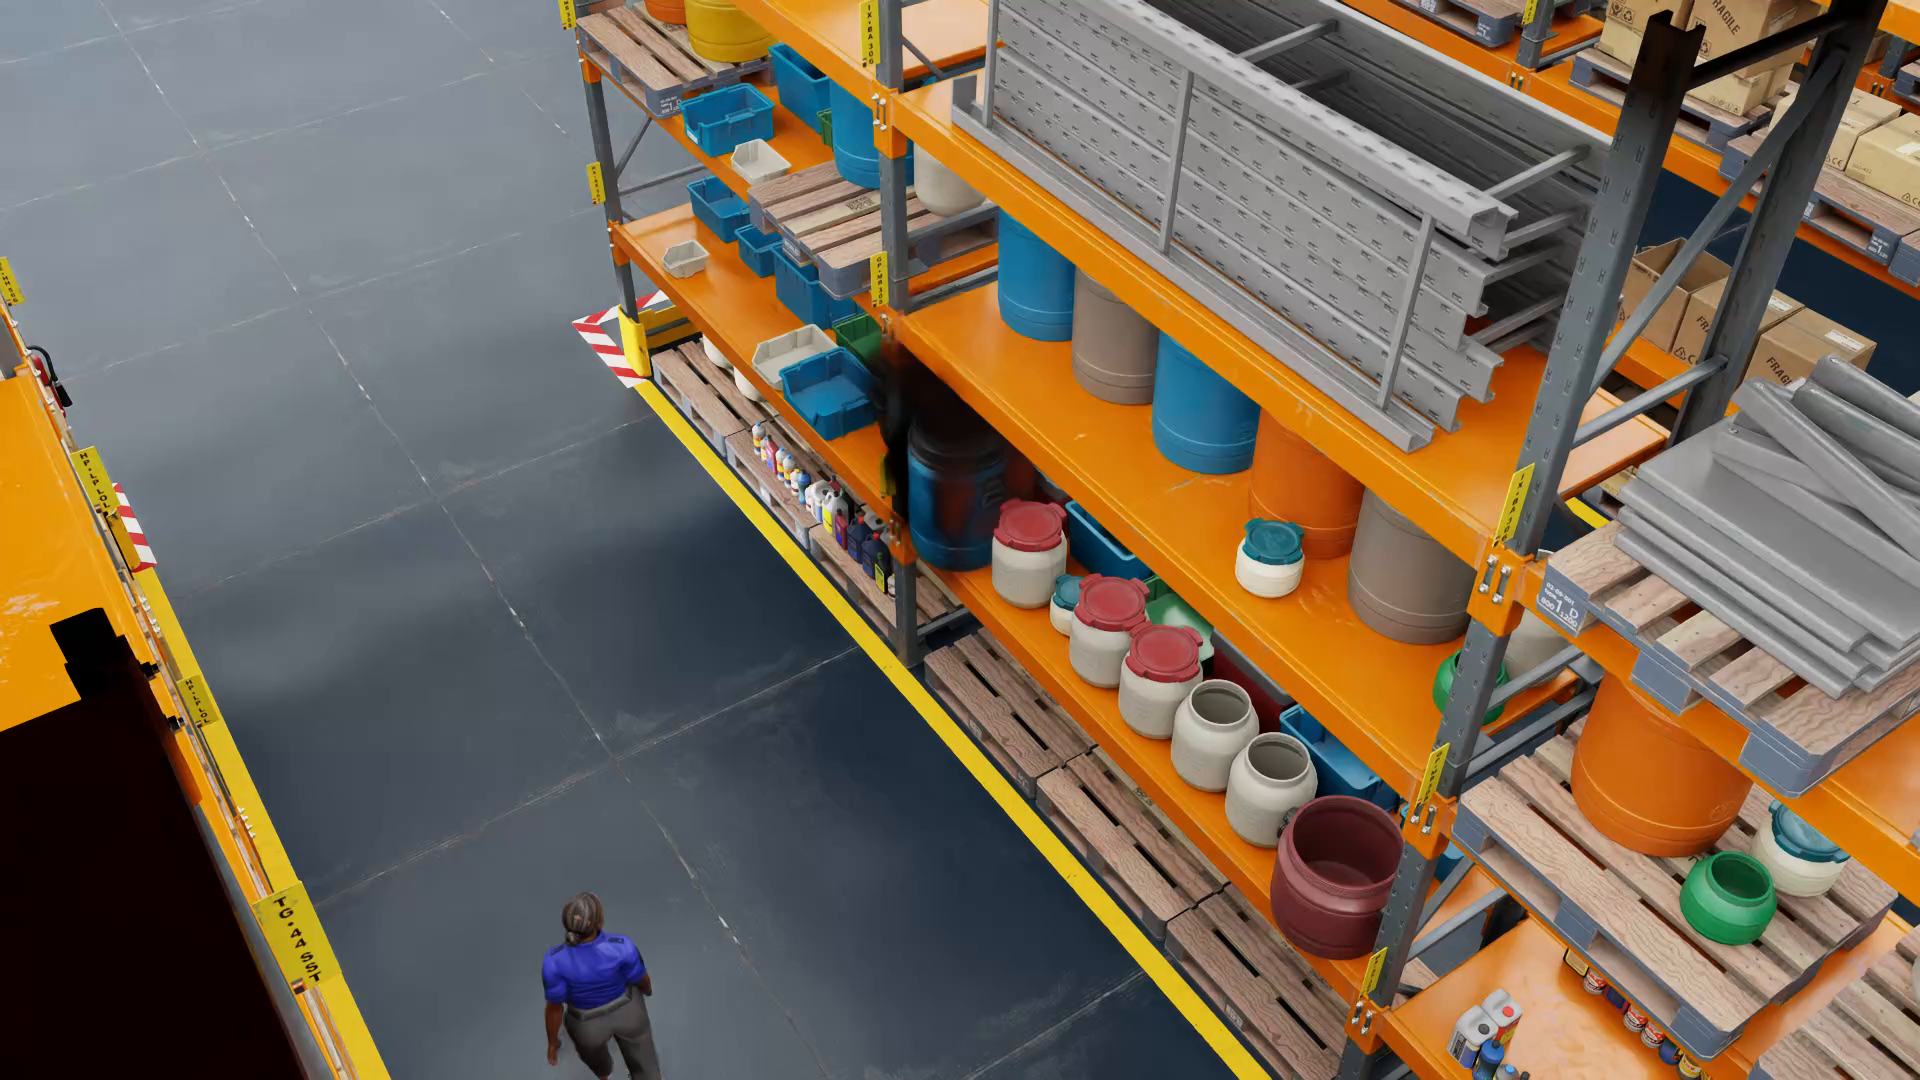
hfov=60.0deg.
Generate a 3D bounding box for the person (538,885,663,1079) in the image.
[{"bbox_3d":[-1.682,2.206,7.753,0.534,1.617,0.829,-20,46,-20],"label":"person"}]
